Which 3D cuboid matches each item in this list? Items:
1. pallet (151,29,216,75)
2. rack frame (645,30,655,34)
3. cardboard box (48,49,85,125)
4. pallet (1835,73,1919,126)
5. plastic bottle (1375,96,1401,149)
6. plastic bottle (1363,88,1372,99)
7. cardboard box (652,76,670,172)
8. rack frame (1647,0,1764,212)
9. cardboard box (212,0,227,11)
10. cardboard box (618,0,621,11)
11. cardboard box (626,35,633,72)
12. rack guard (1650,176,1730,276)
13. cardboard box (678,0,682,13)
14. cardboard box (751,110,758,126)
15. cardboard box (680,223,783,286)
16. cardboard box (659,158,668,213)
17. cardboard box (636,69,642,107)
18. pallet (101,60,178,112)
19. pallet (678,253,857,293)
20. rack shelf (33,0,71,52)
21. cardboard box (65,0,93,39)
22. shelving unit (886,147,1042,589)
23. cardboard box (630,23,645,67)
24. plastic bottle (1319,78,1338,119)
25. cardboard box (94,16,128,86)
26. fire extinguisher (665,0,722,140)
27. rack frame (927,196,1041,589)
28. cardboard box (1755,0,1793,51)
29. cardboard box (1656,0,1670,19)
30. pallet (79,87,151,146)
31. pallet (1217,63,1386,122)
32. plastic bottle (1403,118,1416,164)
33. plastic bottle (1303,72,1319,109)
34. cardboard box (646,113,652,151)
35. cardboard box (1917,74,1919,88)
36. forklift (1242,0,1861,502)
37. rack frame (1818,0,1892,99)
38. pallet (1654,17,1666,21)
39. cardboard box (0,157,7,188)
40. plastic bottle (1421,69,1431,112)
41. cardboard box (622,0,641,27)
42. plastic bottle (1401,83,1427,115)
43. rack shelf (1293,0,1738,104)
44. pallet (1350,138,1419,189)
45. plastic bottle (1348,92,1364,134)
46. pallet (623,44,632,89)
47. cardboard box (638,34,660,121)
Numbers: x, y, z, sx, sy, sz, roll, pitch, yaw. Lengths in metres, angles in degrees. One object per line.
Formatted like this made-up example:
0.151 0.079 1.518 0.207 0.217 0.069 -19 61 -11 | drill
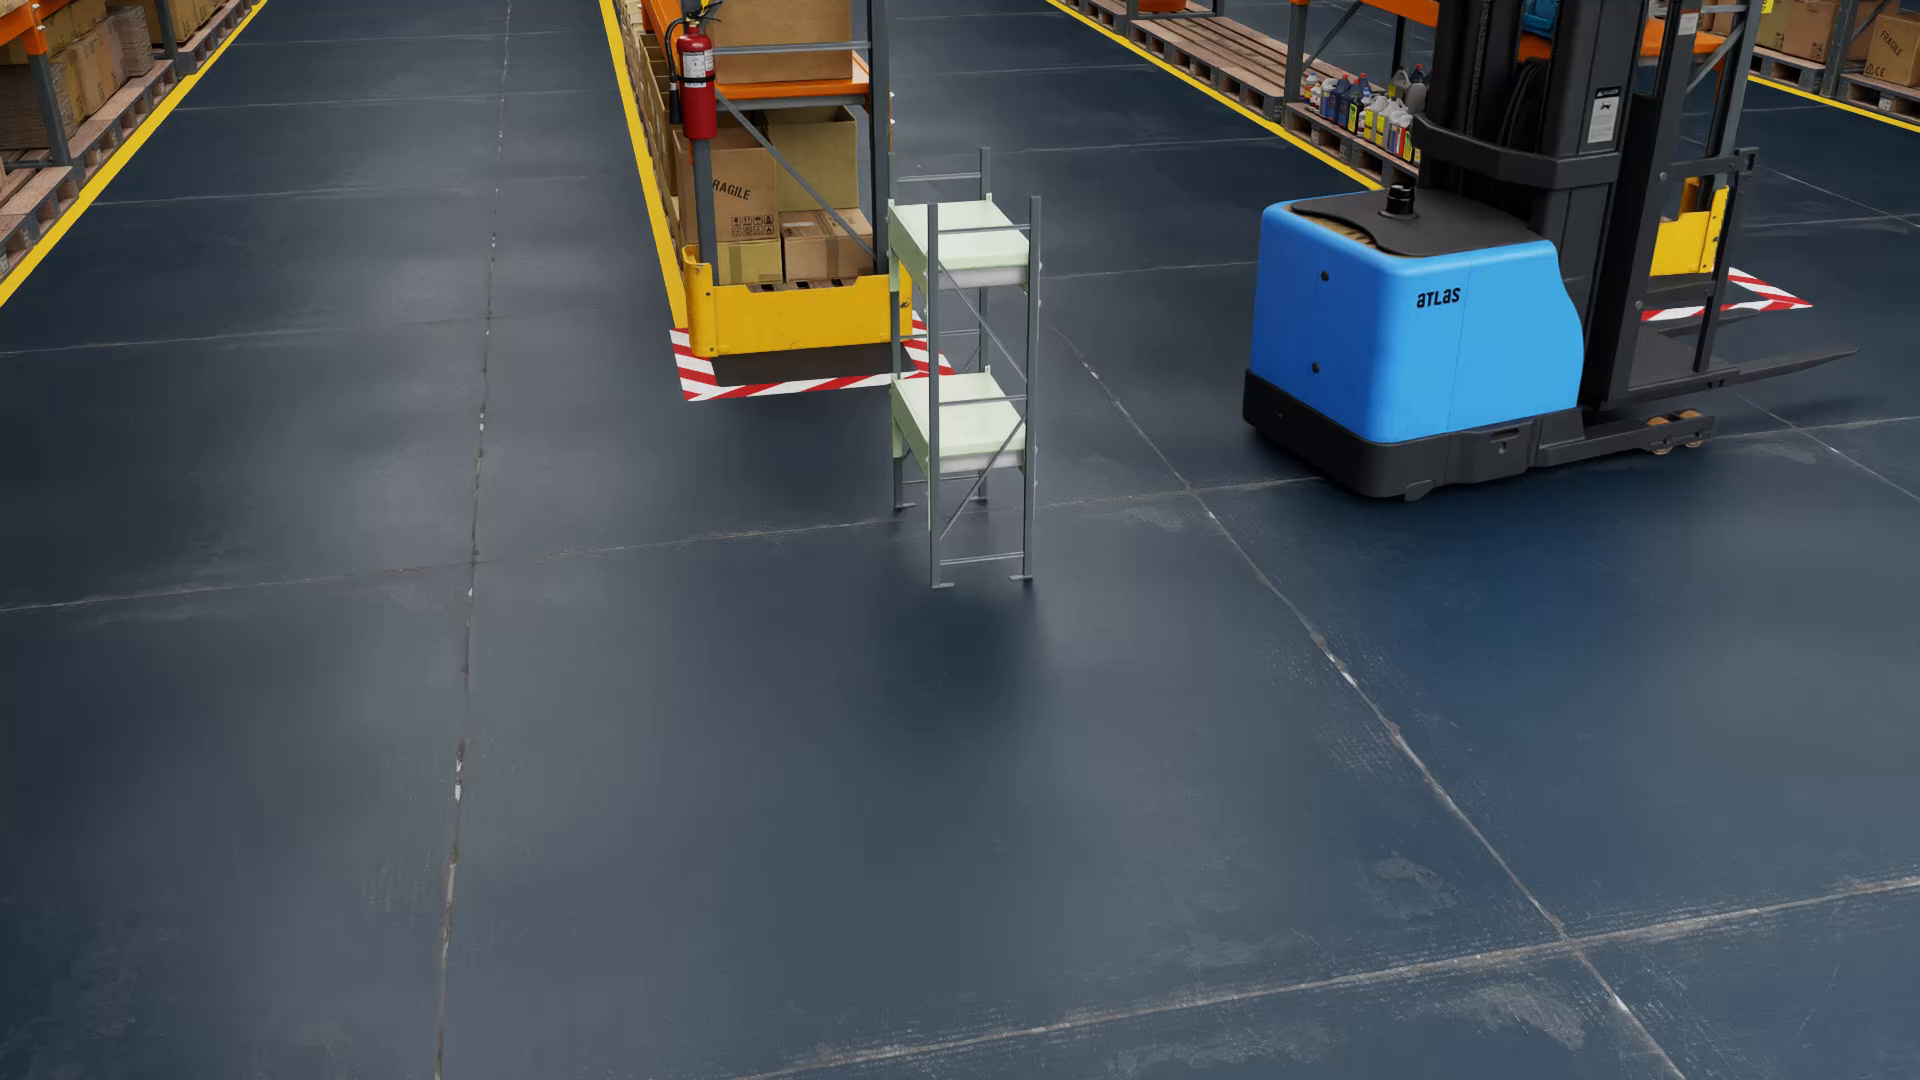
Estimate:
-7.587 -4.543 15.515 1.003 0.211 1.213 -6 27 -12 | pallet
-1.756 -4.182 11.707 1.000 3.000 0.127 -6 27 -12 | rack frame
-6.929 -3.301 12.248 0.700 0.500 0.500 -6 27 -13 | cardboard box
8.082 -3.650 13.748 1.003 0.211 1.213 -6 27 -12 | pallet
3.029 -2.950 11.717 0.144 0.351 0.185 -5 27 -9 | plastic bottle
2.999 -3.214 12.329 0.097 0.271 0.097 0 27 0 | plastic bottle
-1.616 -2.583 10.293 0.500 0.500 0.500 -6 27 -12 | cardboard box
3.972 -2.928 9.221 1.000 3.000 0.127 -6 27 -12 | rack frame
-7.908 -5.755 16.743 0.750 0.750 0.750 -5 27 -10 | cardboard box
-3.213 -5.633 16.867 0.500 0.500 0.500 -7 28 -13 | cardboard box
-2.588 -4.190 14.308 0.500 0.250 0.500 -7 28 -13 | cardboard box
3.909 -1.840 9.841 1.175 0.500 0.348 -6 27 -12 | rack guard
-1.415 -3.581 10.405 0.700 0.500 0.500 -6 27 -11 | cardboard box
-0.998 -2.417 9.962 0.500 0.500 0.500 -6 27 -12 | cardboard box
-1.263 -1.592 9.160 0.500 0.250 0.500 -6 27 -12 | cardboard box
-1.613 -2.249 10.462 0.500 0.250 0.500 -6 27 -12 | cardboard box
-2.244 -3.517 12.975 0.500 0.250 0.500 -6 27 -12 | cardboard box
-7.308 -3.846 14.135 1.003 0.211 1.213 -6 27 -12 | pallet
-1.068 -1.513 9.513 1.003 0.211 1.213 -6 27 -12 | pallet
-7.032 -4.234 12.609 1.077 0.370 4.000 -6 27 -12 | rack shelf
-7.082 -4.056 12.911 0.500 0.250 0.500 -6 27 -12 | cardboard box
0.002 -0.667 6.406 0.431 1.500 0.755 -6 27 -12 | shelving unit
-2.360 -3.988 13.286 0.500 0.311 0.500 -6 27 -12 | cardboard box
2.815 -3.341 12.574 0.152 0.276 0.135 -5 27 -10 | plastic bottle
-7.267 -3.965 13.563 0.700 0.500 0.500 -6 27 -12 | cardboard box
-1.280 -2.293 8.049 0.296 0.674 0.183 -6 27 -12 | fire extinguisher
0.084 -0.506 6.088 0.400 1.500 0.023 -6 27 -12 | rack frame
7.690 -4.750 15.118 0.700 0.500 0.500 -6 27 -12 | cardboard box
7.303 -5.489 16.581 0.700 0.500 0.500 -8 28 -16 | cardboard box
-7.037 -3.311 13.076 1.003 0.211 1.213 -6 27 -12 | pallet
2.856 -3.780 14.004 1.003 0.211 1.213 -6 27 -12 | pallet
3.087 -2.723 11.341 0.061 0.283 0.133 -5 27 -10 | plastic bottle
2.716 -3.478 12.851 0.097 0.271 0.097 0 27 0 | plastic bottle
-1.947 -2.908 11.768 0.500 0.250 0.500 -6 27 -12 | cardboard box
8.084 -3.828 13.313 0.500 0.500 0.500 2 27 5 | cardboard box
2.871 -1.898 7.258 3.031 2.935 1.130 -11 29 -21 | forklift
7.896 -5.187 13.697 1.000 3.000 0.127 -6 27 -12 | rack frame
7.170 -5.355 17.124 1.003 0.211 1.213 -6 27 -12 | pallet
-6.432 -2.377 10.787 0.380 0.166 0.250 -10 28 -18 | cardboard box
3.540 -3.360 12.529 0.144 0.351 0.185 -7 28 -14 | plastic bottle
-2.699 -4.659 14.615 0.500 0.311 0.500 -7 28 -13 | cardboard box
3.401 -3.300 12.494 0.152 0.276 0.135 -6 27 -12 | plastic bottle
3.522 -3.484 11.123 1.077 0.370 4.000 -6 27 -12 | rack shelf
3.460 -2.603 11.673 1.003 0.211 1.213 -6 27 -12 | pallet
2.888 -3.111 12.112 0.061 0.283 0.133 -5 27 -9 | plastic bottle
-2.510 -4.328 15.091 1.003 0.211 1.213 -6 27 -12 | pallet
-1.956 -3.242 11.597 0.500 0.500 0.500 -6 27 -12 | cardboard box
